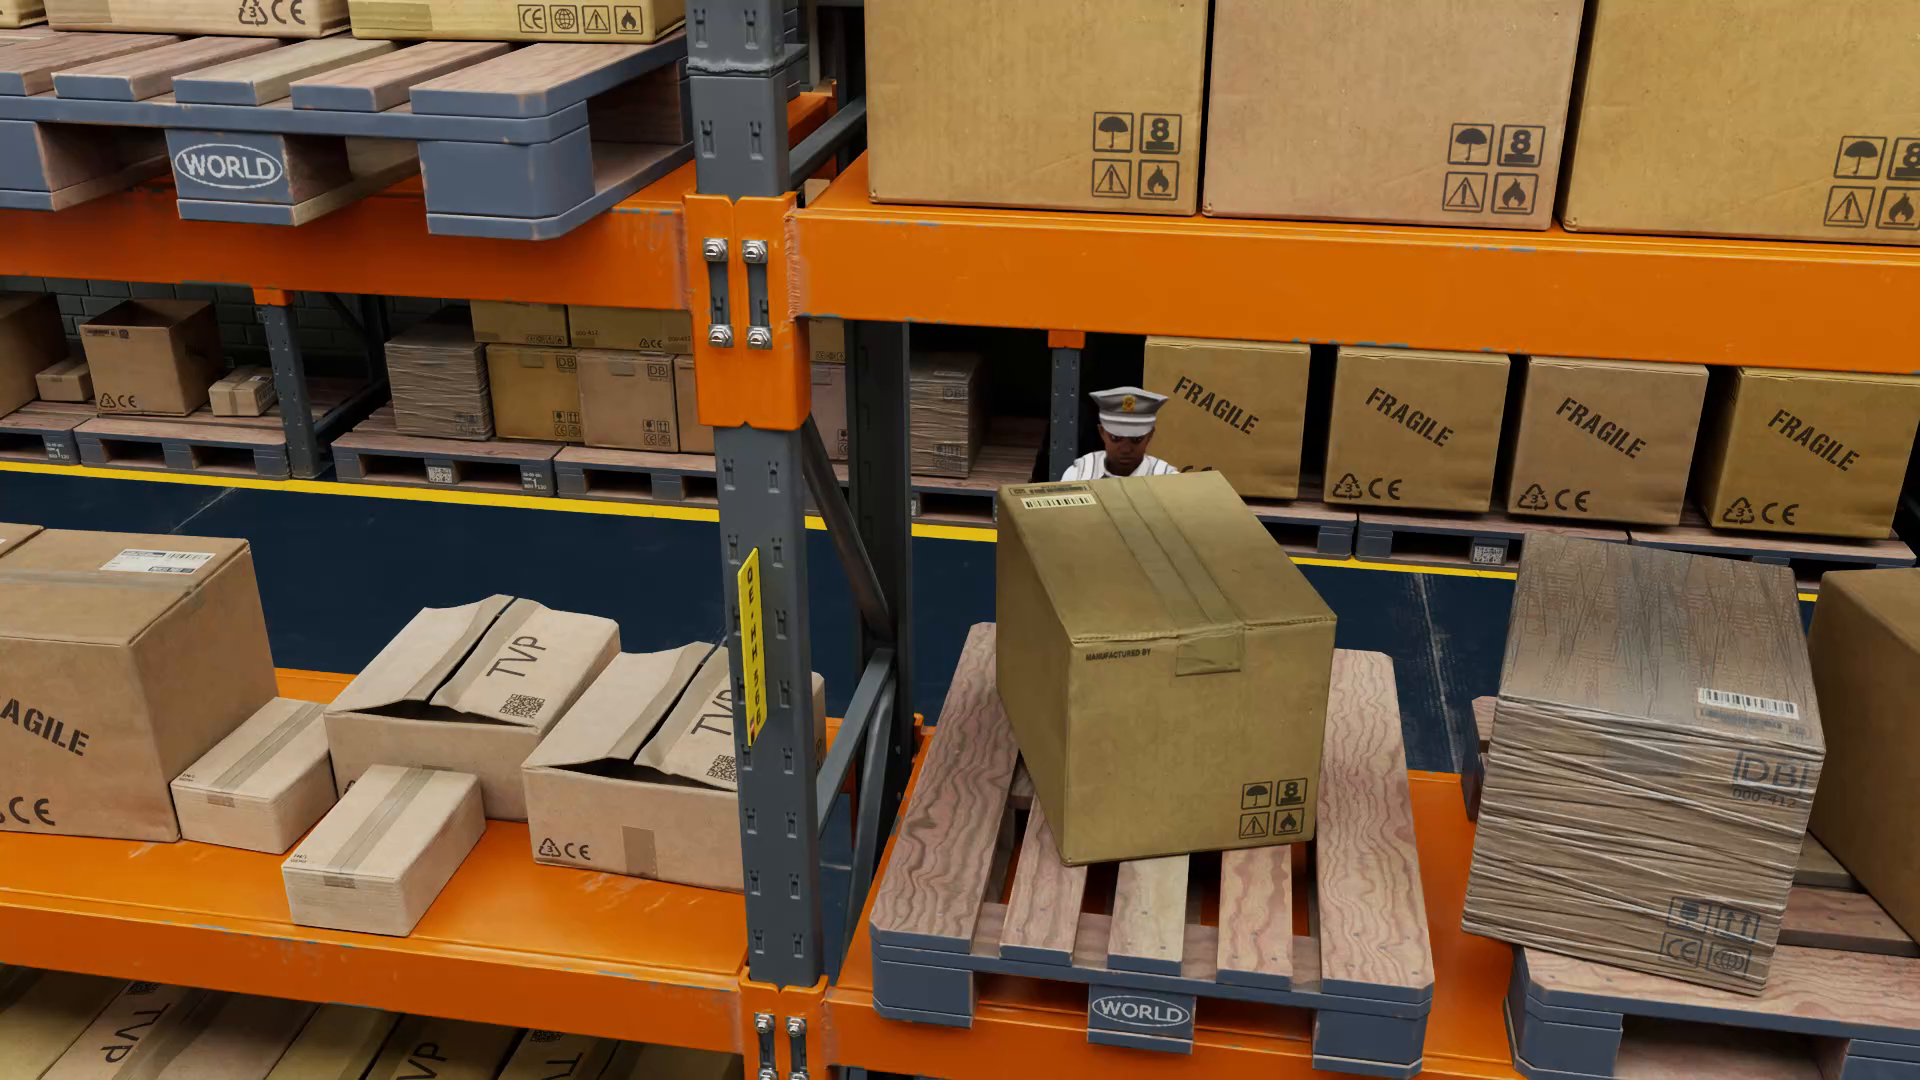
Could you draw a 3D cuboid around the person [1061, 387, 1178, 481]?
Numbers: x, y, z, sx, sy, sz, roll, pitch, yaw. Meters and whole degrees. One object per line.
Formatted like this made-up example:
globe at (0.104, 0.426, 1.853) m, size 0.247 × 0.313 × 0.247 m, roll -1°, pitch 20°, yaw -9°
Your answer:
person at (0.516, 0.299, 5.479) m, size 0.441 × 1.713 × 0.416 m, roll 5°, pitch 25°, yaw 10°
